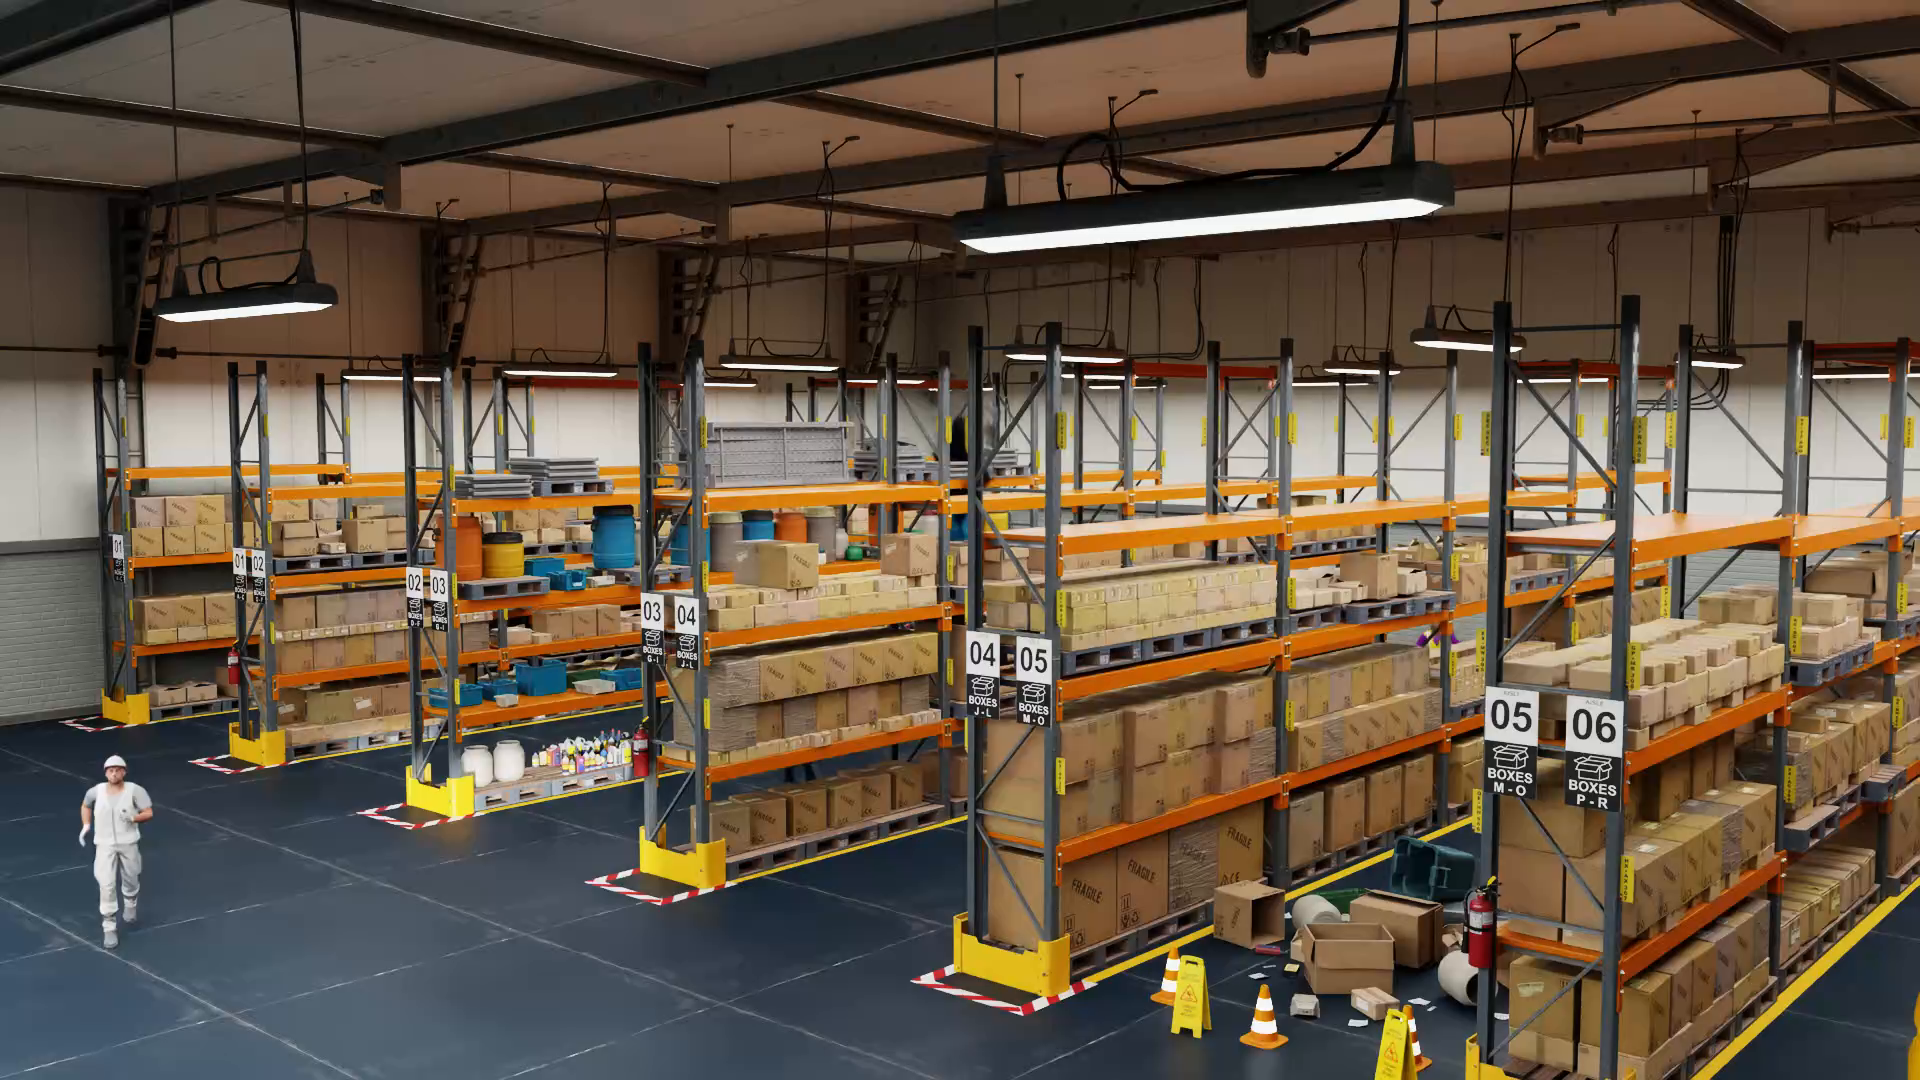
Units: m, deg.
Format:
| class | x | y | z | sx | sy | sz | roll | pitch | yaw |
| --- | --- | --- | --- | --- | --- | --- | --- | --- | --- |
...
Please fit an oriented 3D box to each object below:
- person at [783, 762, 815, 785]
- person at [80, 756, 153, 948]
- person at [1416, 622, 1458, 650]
| class | x | y | z | sx | sy | sz | roll | pitch | yaw |
| --- | --- | --- | --- | --- | --- | --- | --- | --- | --- |
| person | -2.204 | 2.713 | 22.666 | 0.507 | 1.646 | 0.707 | 3 | 5 | 35 |
| person | -8.355 | 3.026 | 16.486 | 0.659 | 1.787 | 0.980 | -2 | 5 | -24 |
| person | 8.376 | 2.167 | 29.210 | 0.743 | 1.711 | 0.603 | 2 | 5 | 21 |
